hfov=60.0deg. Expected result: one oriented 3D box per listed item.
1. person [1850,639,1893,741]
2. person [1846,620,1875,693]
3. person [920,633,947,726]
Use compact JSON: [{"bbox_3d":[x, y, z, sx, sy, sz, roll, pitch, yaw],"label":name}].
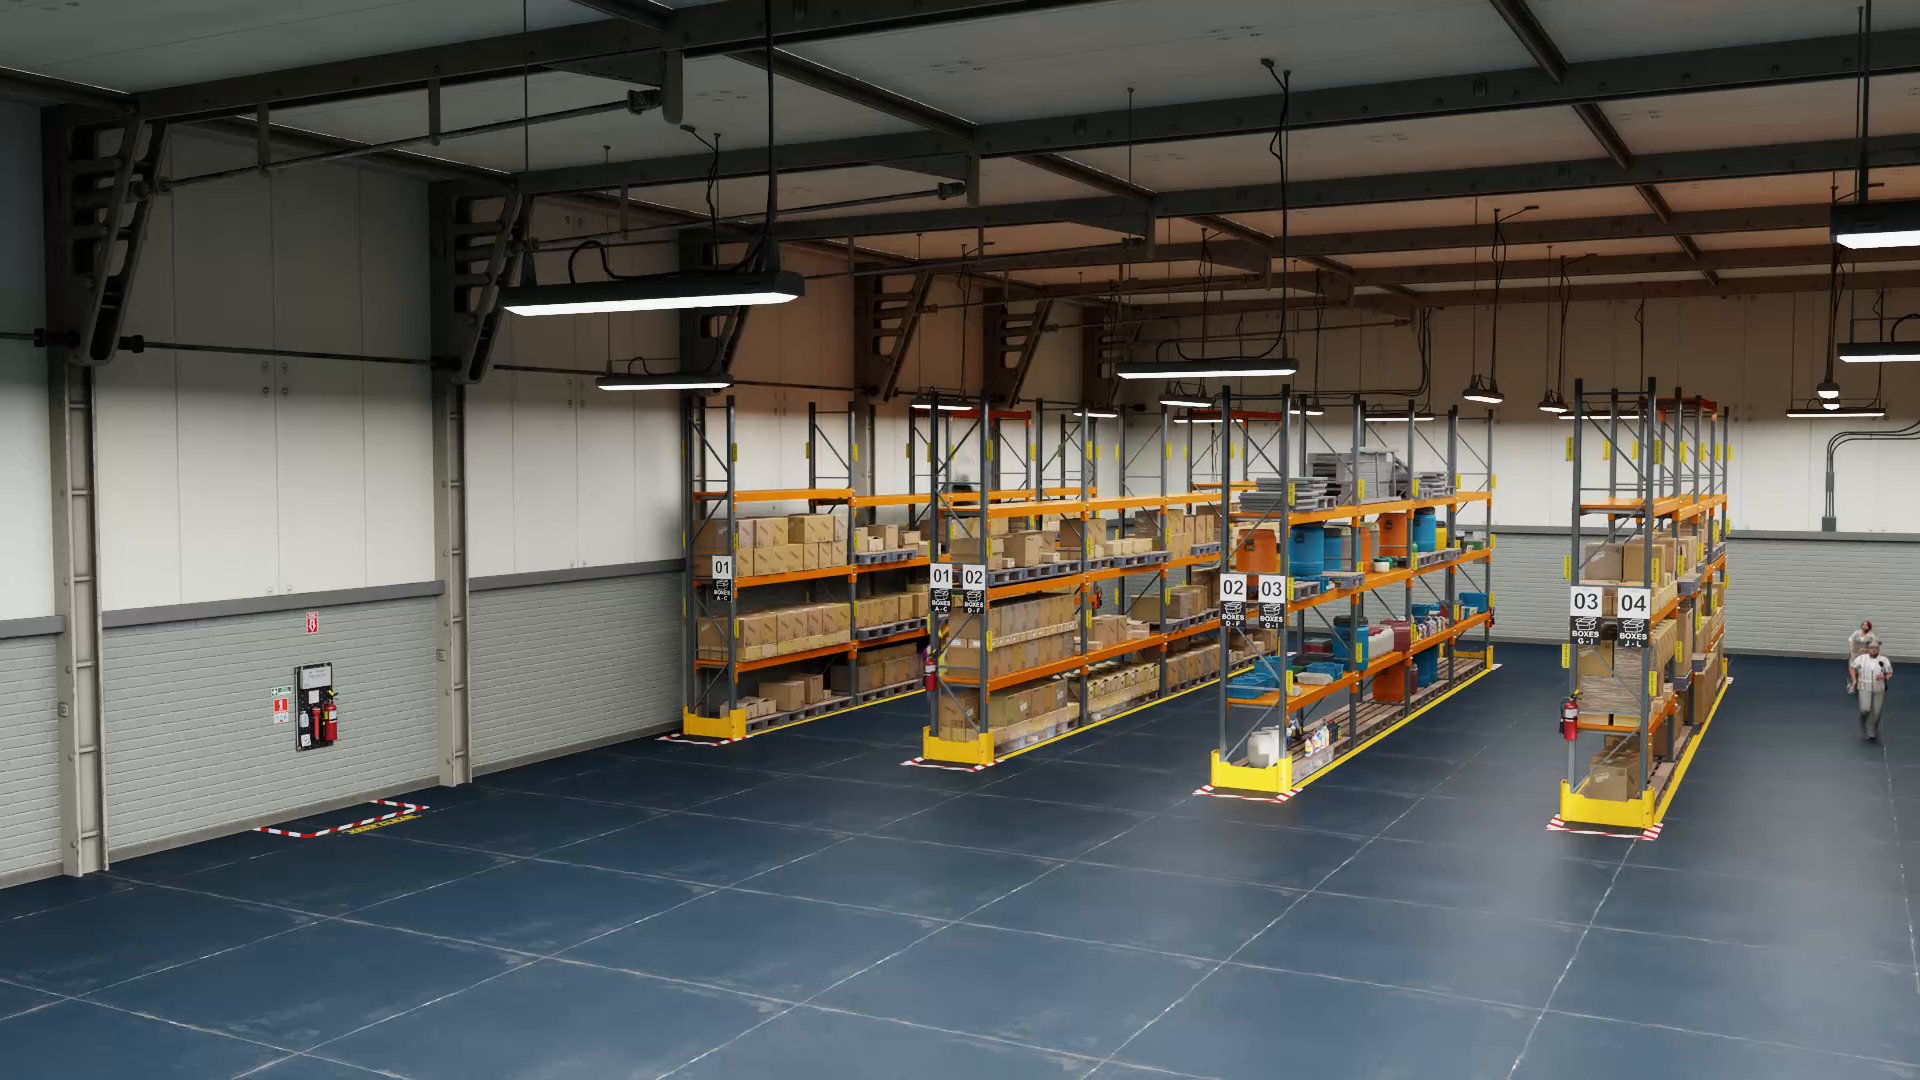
[{"bbox_3d":[15.804,2.603,28.823,0.637,1.775,0.682,1,3,22],"label":"person"},{"bbox_3d":[18.602,2.414,34.325,0.546,1.537,0.549,2,4,35],"label":"person"},{"bbox_3d":[-0.414,2.513,30.535,0.697,1.661,0.596,1,3,17],"label":"person"}]
